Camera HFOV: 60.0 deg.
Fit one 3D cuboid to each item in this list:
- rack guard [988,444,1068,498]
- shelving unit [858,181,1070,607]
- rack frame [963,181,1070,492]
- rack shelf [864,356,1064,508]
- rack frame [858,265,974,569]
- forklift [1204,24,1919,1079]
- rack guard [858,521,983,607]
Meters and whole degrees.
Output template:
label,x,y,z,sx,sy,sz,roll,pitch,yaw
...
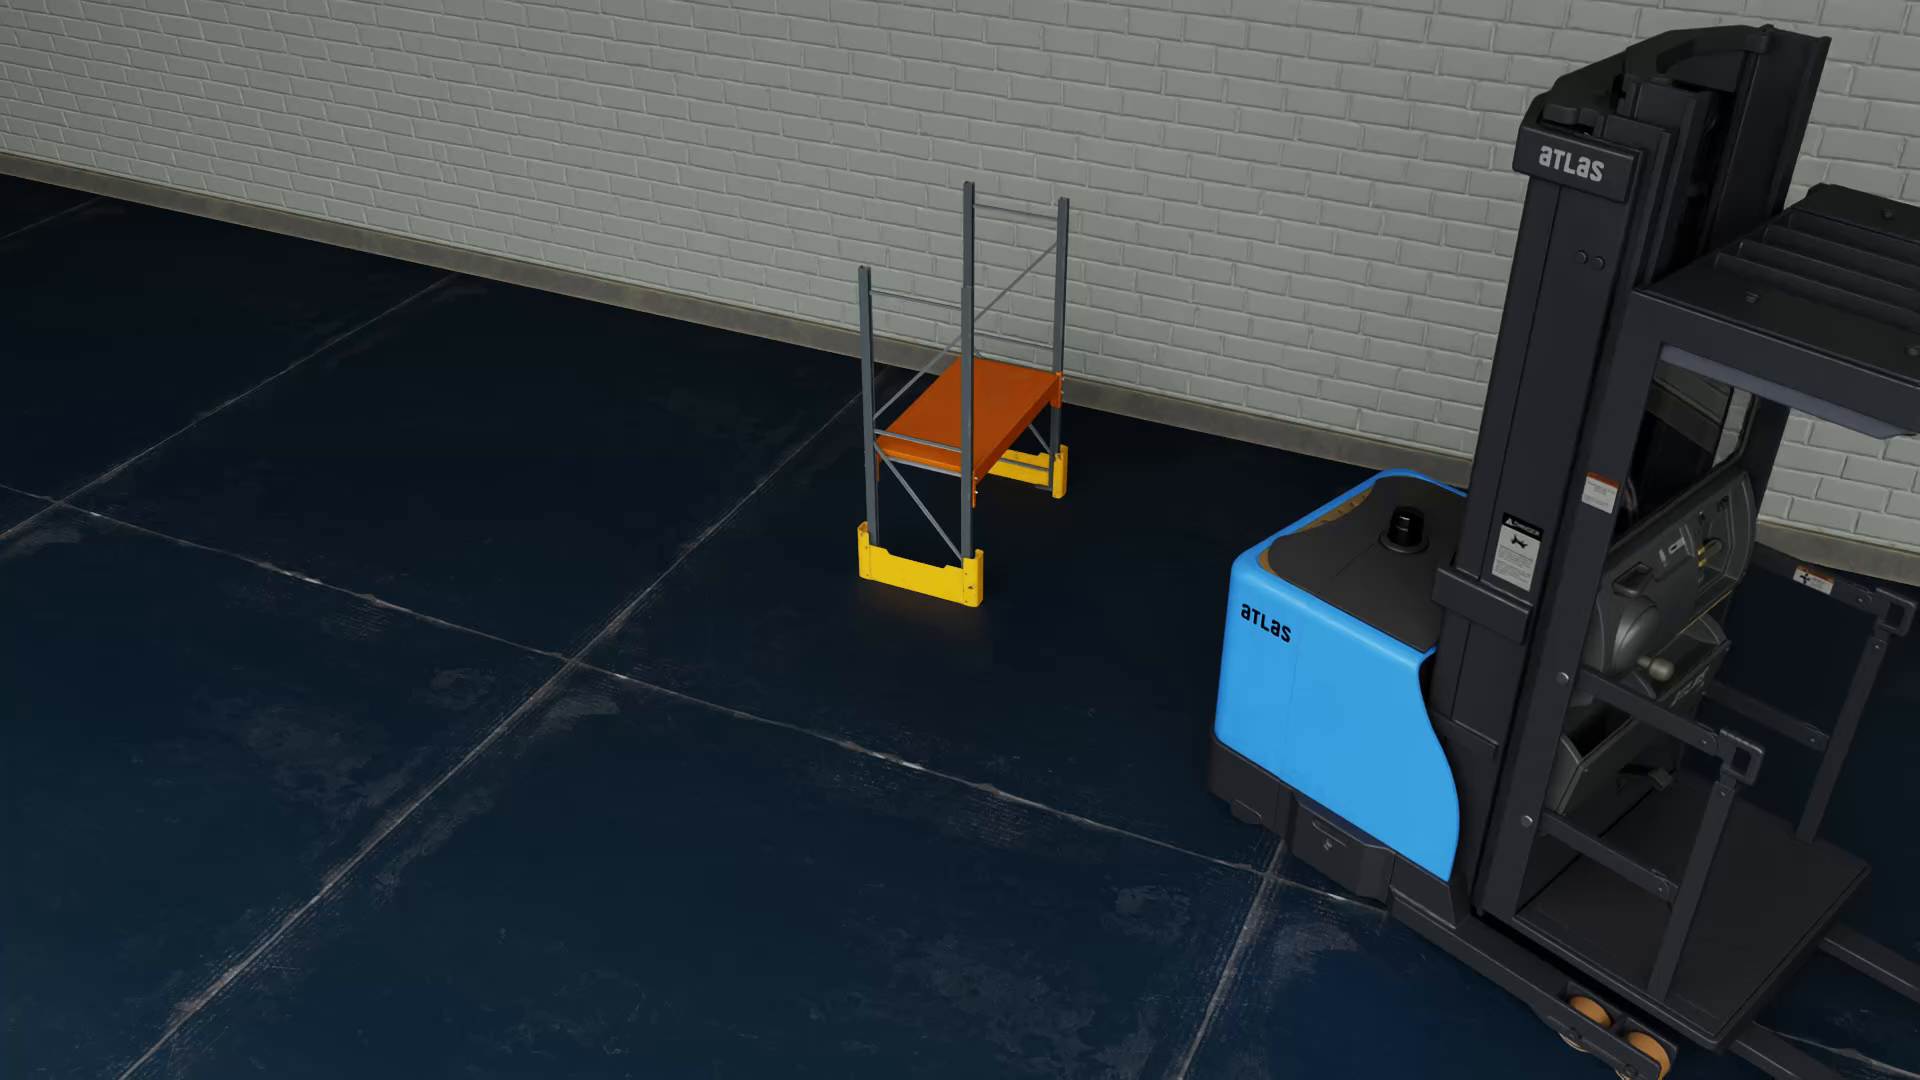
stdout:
label,x,y,z,sx,sy,sz,roll,pitch,yaw
rack guard,0.240,-0.391,8.118,0.587,0.250,0.087,14,36,20
shelving unit,0.032,-0.665,7.397,0.587,1.500,1.083,14,36,20
rack frame,0.248,-0.923,7.790,0.500,1.500,0.032,14,36,20
rack shelf,0.036,-0.519,7.502,0.538,0.185,1.000,14,36,20
rack frame,-0.177,-0.417,7.017,0.500,1.500,0.032,14,36,20
forklift,2.284,0.153,4.843,1.130,2.935,3.031,-27,42,-34
rack guard,-0.176,0.106,7.361,0.587,0.250,0.087,14,36,20
